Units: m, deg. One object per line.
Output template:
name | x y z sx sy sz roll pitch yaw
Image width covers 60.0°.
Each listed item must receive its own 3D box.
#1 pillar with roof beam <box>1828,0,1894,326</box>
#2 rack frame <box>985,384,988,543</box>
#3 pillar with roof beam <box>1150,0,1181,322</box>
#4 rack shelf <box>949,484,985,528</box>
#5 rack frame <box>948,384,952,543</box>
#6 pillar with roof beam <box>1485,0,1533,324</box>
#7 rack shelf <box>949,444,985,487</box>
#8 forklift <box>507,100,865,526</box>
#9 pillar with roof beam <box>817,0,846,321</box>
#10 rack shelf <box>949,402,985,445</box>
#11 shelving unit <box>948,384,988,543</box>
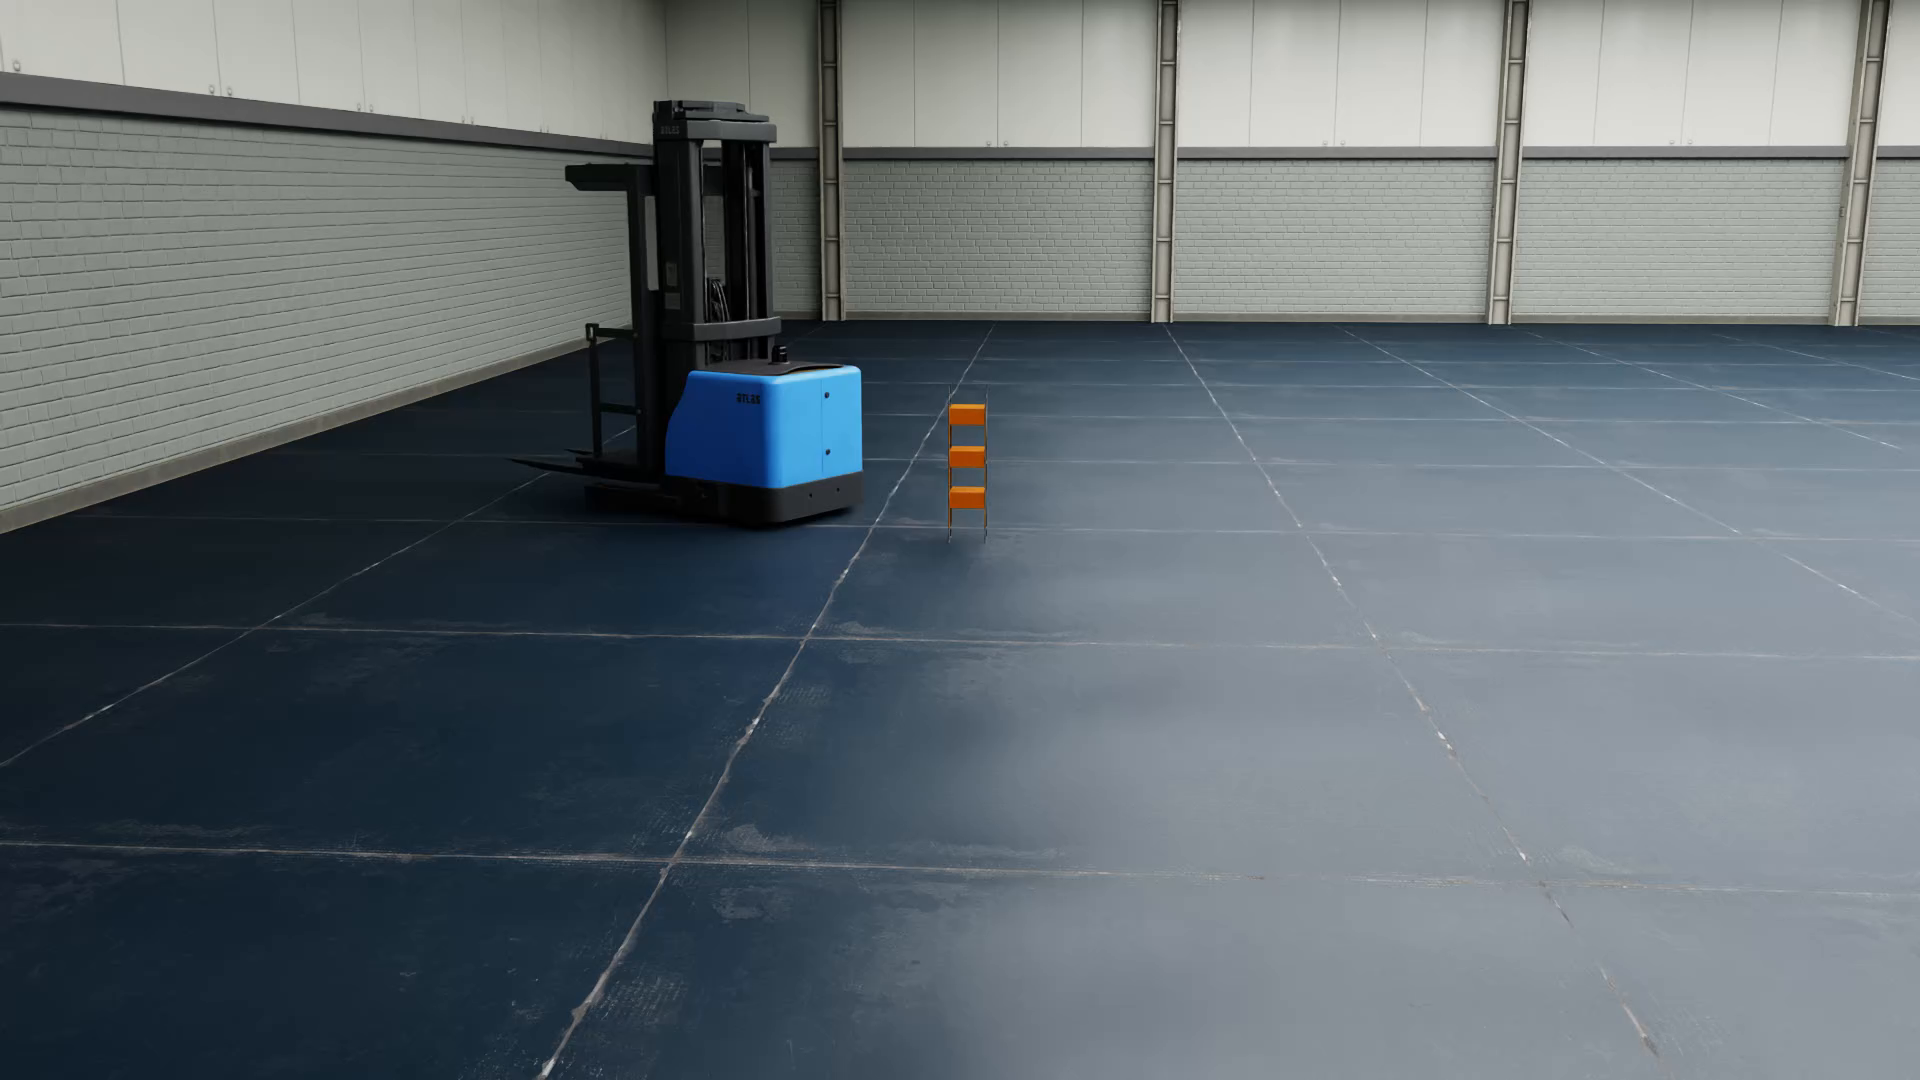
pillar with roof beam | 15.351 -7.333 24.344 0.400 9.000 9.100 1 12 4
rack frame | 0.175 -0.511 11.149 0.008 1.050 0.200 1 12 4
pillar with roof beam | 3.378 -7.497 25.129 0.400 9.000 9.100 1 12 4
rack shelf | 0.053 -0.231 11.216 0.240 0.259 0.215 1 12 4
rack frame | -0.068 -0.515 11.165 0.008 1.050 0.200 1 12 4
pillar with roof beam | 9.365 -7.415 24.737 0.400 9.000 9.100 1 12 4
rack shelf | 0.053 -0.503 11.159 0.240 0.259 0.215 1 12 4
forklift | -2.199 -1.743 12.440 3.031 2.935 1.130 8 14 35
pillar with roof beam | -2.608 -7.579 25.522 0.400 9.000 9.100 1 12 4
rack shelf | 0.053 -0.781 11.101 0.240 0.259 0.215 1 12 4
shelving unit | 0.053 -0.513 11.157 0.252 1.050 0.215 1 12 4
